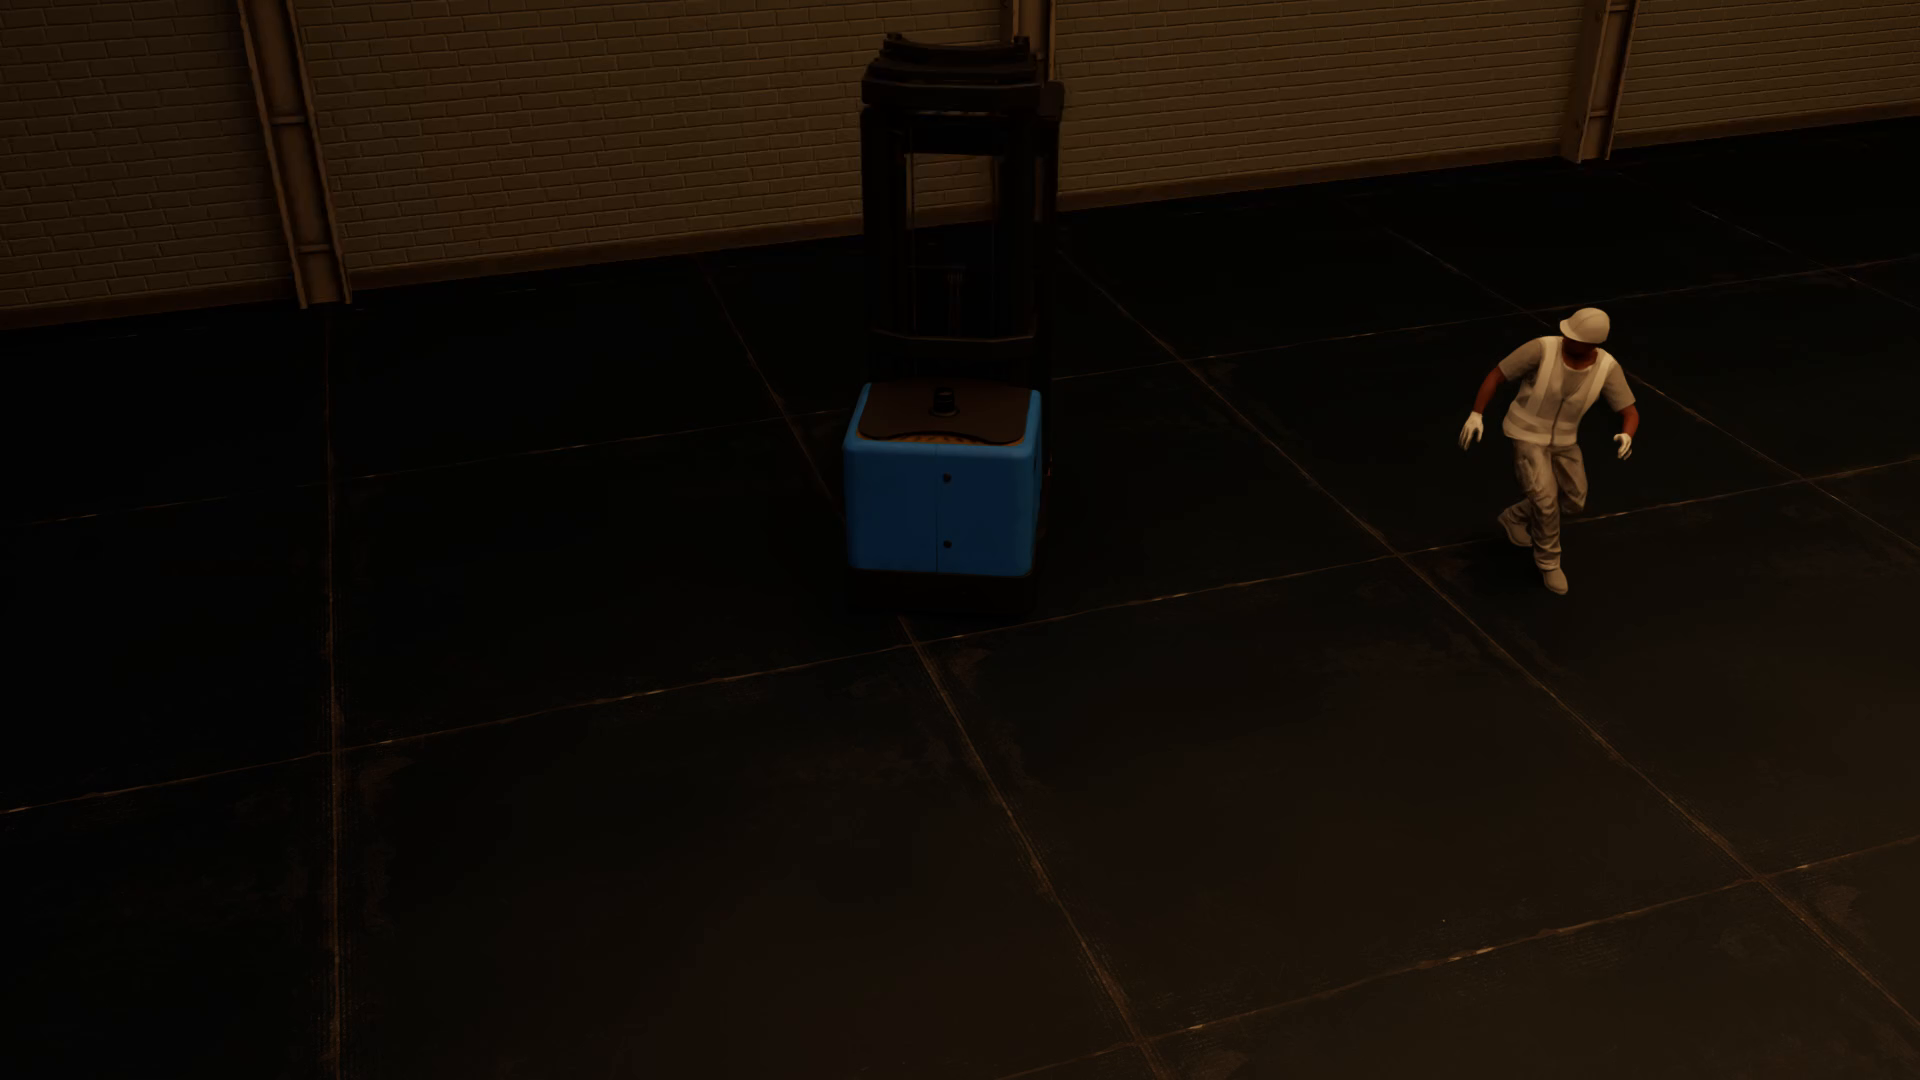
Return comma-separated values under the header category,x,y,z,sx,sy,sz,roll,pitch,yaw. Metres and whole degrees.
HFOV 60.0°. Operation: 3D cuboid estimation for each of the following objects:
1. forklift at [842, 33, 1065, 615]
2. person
category,x,y,z,sx,sy,sz,roll,pitch,yaw
forklift,0.022,-1.566,9.809,1.130,2.935,3.031,3,30,5
person,3.278,-0.518,9.289,0.920,1.639,0.865,-4,30,-6
